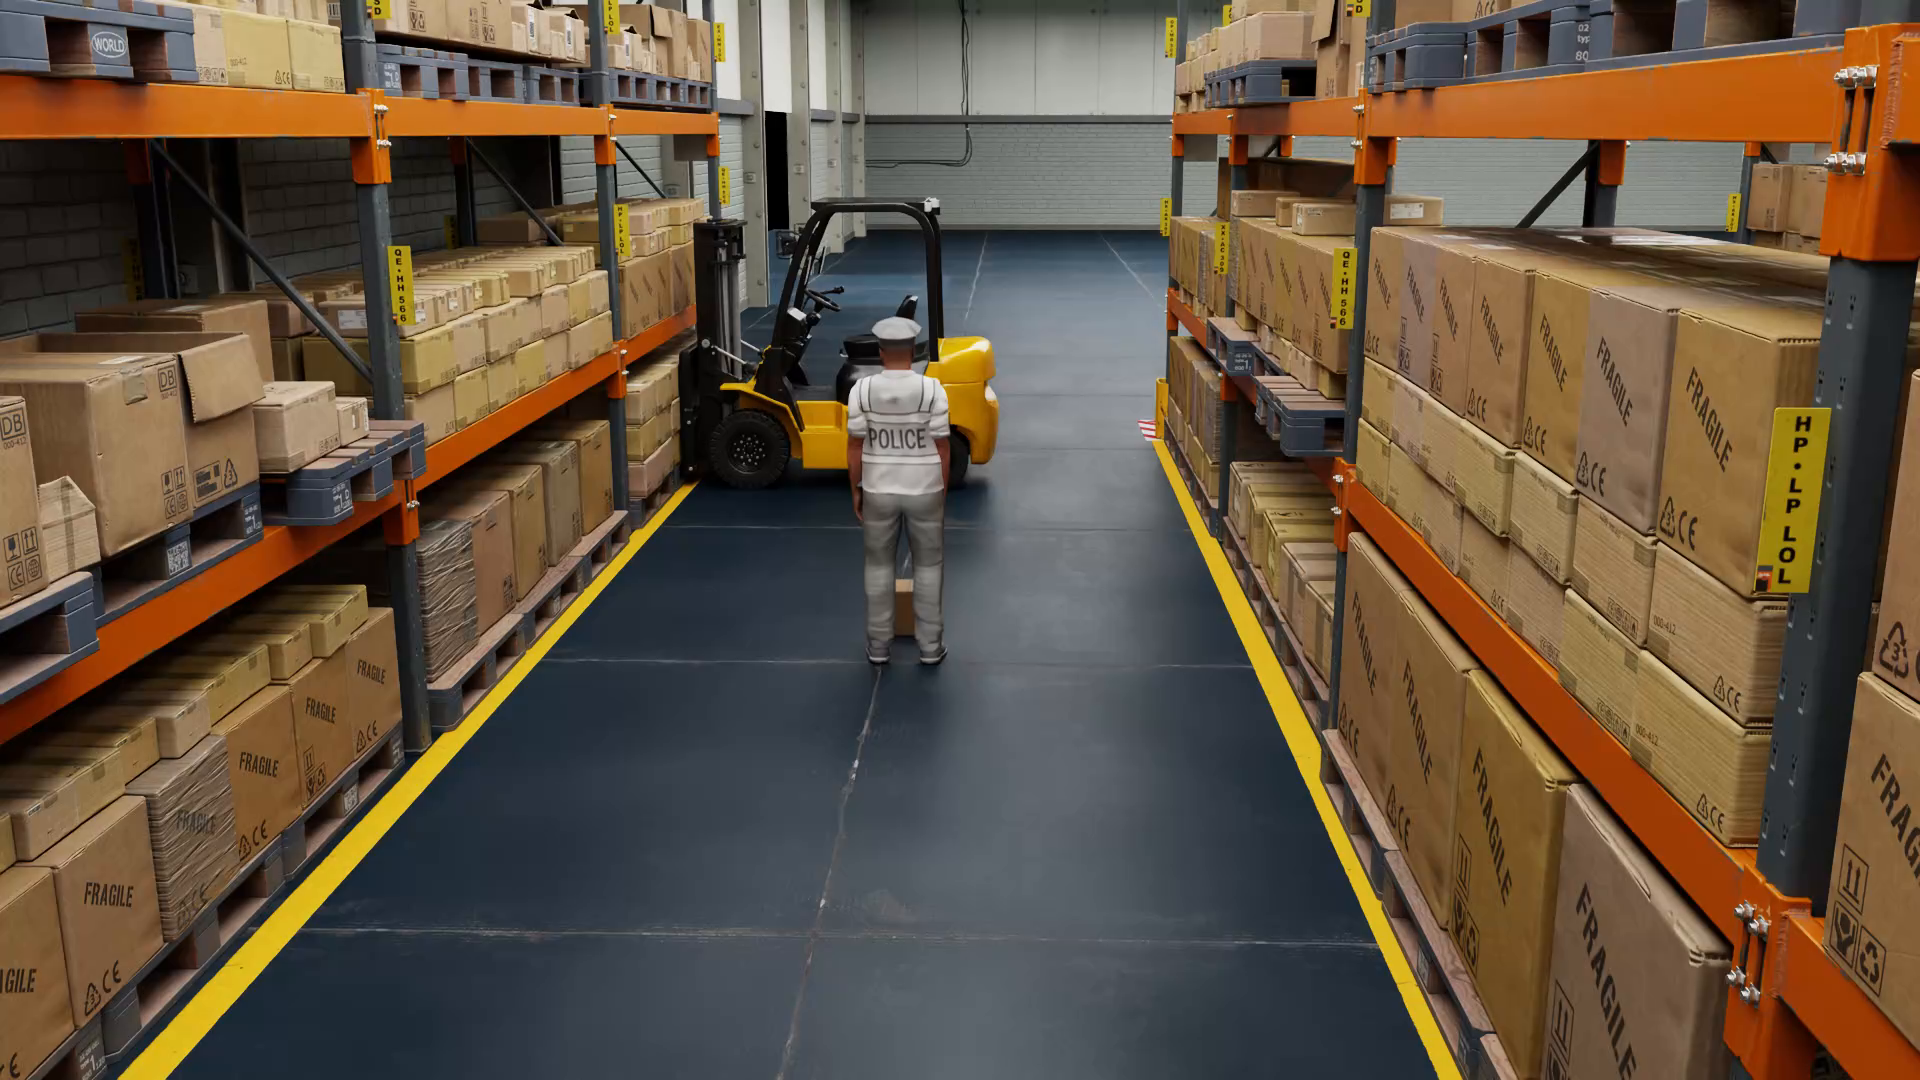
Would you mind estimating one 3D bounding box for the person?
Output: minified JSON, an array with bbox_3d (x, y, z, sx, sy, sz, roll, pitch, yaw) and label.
[{"bbox_3d":[-0.308,-0.246,8.463,0.527,1.766,0.393,1,14,3],"label":"person"}]
